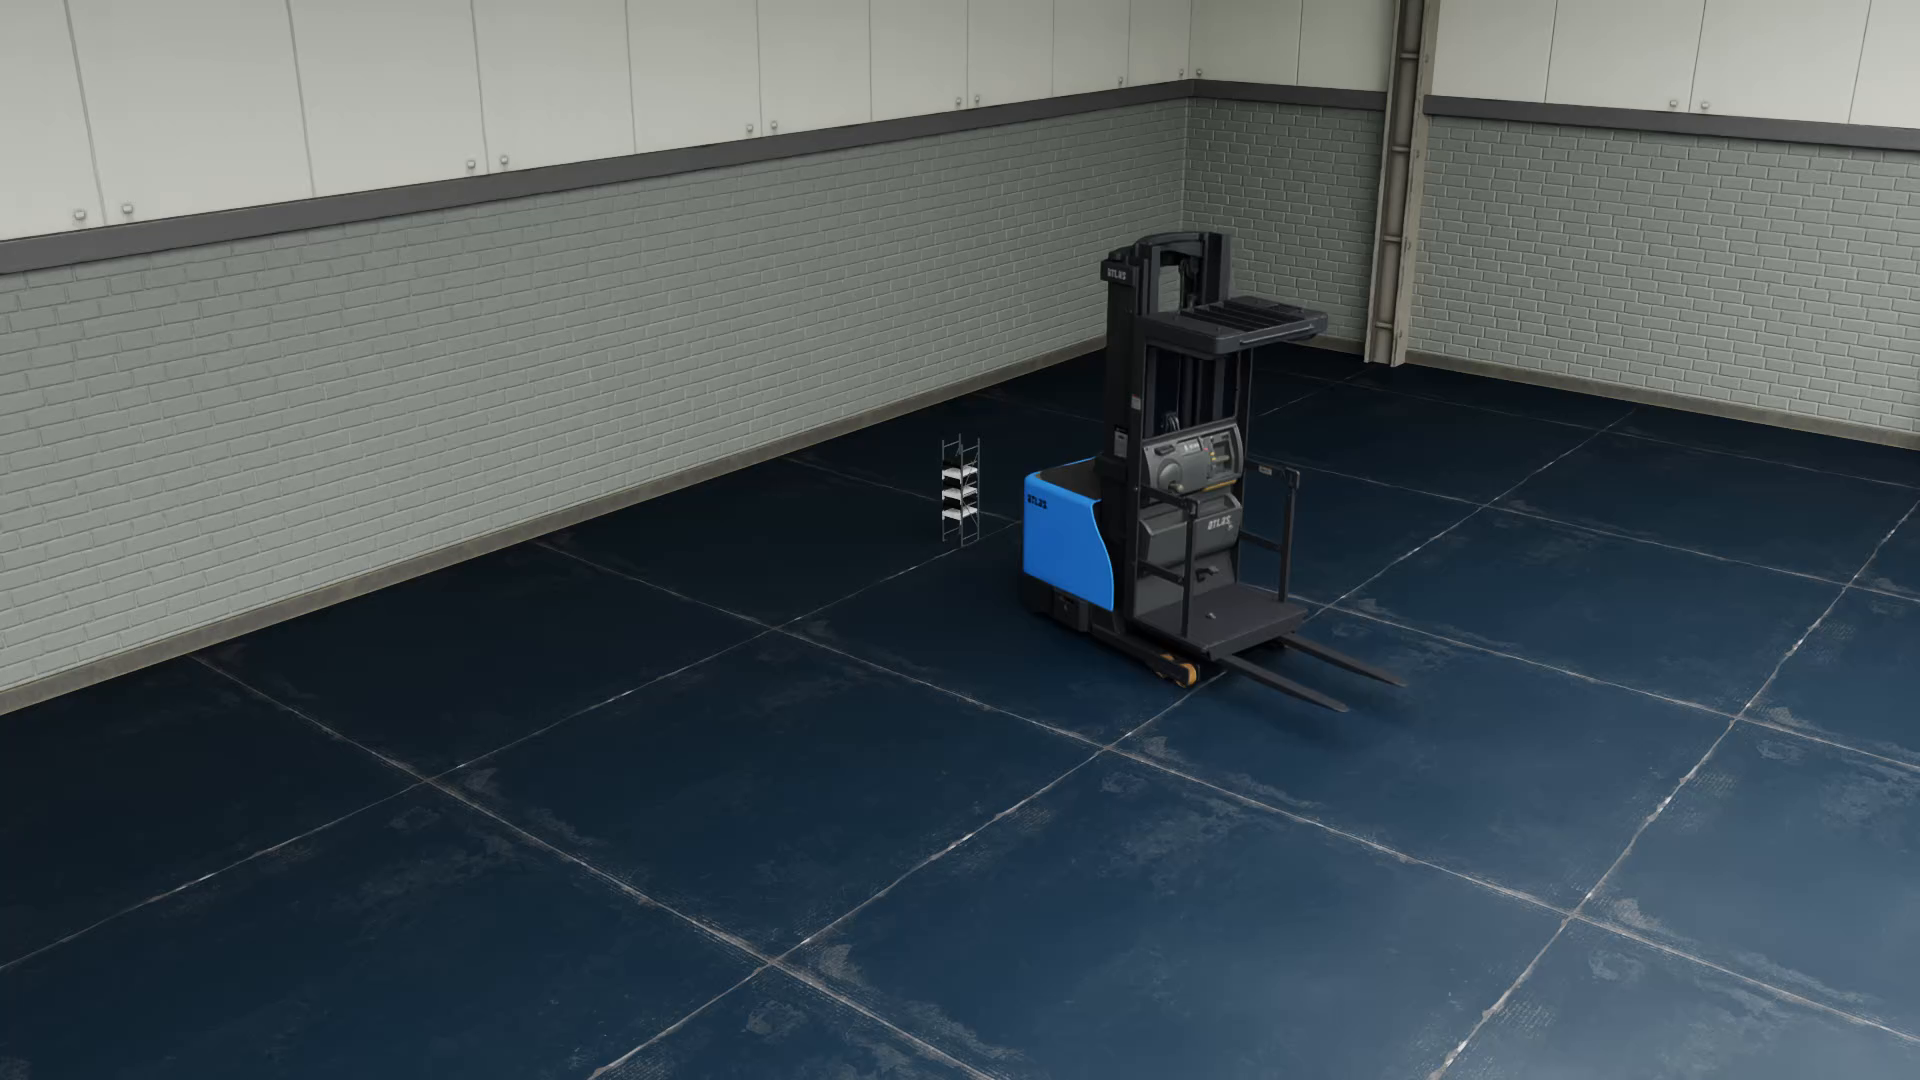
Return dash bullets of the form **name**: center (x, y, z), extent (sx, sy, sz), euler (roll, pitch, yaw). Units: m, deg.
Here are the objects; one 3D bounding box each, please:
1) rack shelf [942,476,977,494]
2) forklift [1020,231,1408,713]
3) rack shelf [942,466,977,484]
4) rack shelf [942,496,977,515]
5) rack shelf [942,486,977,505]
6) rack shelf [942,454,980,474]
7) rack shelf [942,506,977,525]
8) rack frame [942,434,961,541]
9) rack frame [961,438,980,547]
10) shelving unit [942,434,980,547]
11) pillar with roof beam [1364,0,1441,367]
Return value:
- **rack shelf**: center (0.006, -0.472, 13.987), extent (0.200, 0.077, 0.258), euler (16, 26, 36)
- **forklift**: center (1.771, -0.555, 11.488), extent (1.130, 2.935, 3.031), euler (-16, 26, -36)
- **rack shelf**: center (0.006, -0.556, 13.955), extent (0.200, 0.077, 0.258), euler (16, 26, 36)
- **rack shelf**: center (0.006, -0.304, 14.050), extent (0.200, 0.077, 0.258), euler (16, 26, 36)
- **rack shelf**: center (0.006, -0.388, 14.019), extent (0.200, 0.077, 0.258), euler (16, 26, 36)
- **rack shelf**: center (0.006, -0.641, 13.923), extent (0.200, 0.077, 0.258), euler (16, 26, 36)
- **rack shelf**: center (0.006, -0.220, 14.082), extent (0.200, 0.077, 0.258), euler (16, 26, 36)
- **rack frame**: center (-0.072, -0.442, 14.067), extent (0.006, 0.900, 0.240), euler (16, 26, 36)
- **rack frame**: center (0.085, -0.397, 13.947), extent (0.006, 0.900, 0.240), euler (16, 26, 36)
- **shelving unit**: center (0.006, -0.419, 14.007), extent (0.210, 0.900, 0.258), euler (16, 26, 36)
- **pillar with roof beam**: center (2.331, -5.154, 15.085), extent (0.400, 9.000, 9.100), euler (16, 26, 36)
